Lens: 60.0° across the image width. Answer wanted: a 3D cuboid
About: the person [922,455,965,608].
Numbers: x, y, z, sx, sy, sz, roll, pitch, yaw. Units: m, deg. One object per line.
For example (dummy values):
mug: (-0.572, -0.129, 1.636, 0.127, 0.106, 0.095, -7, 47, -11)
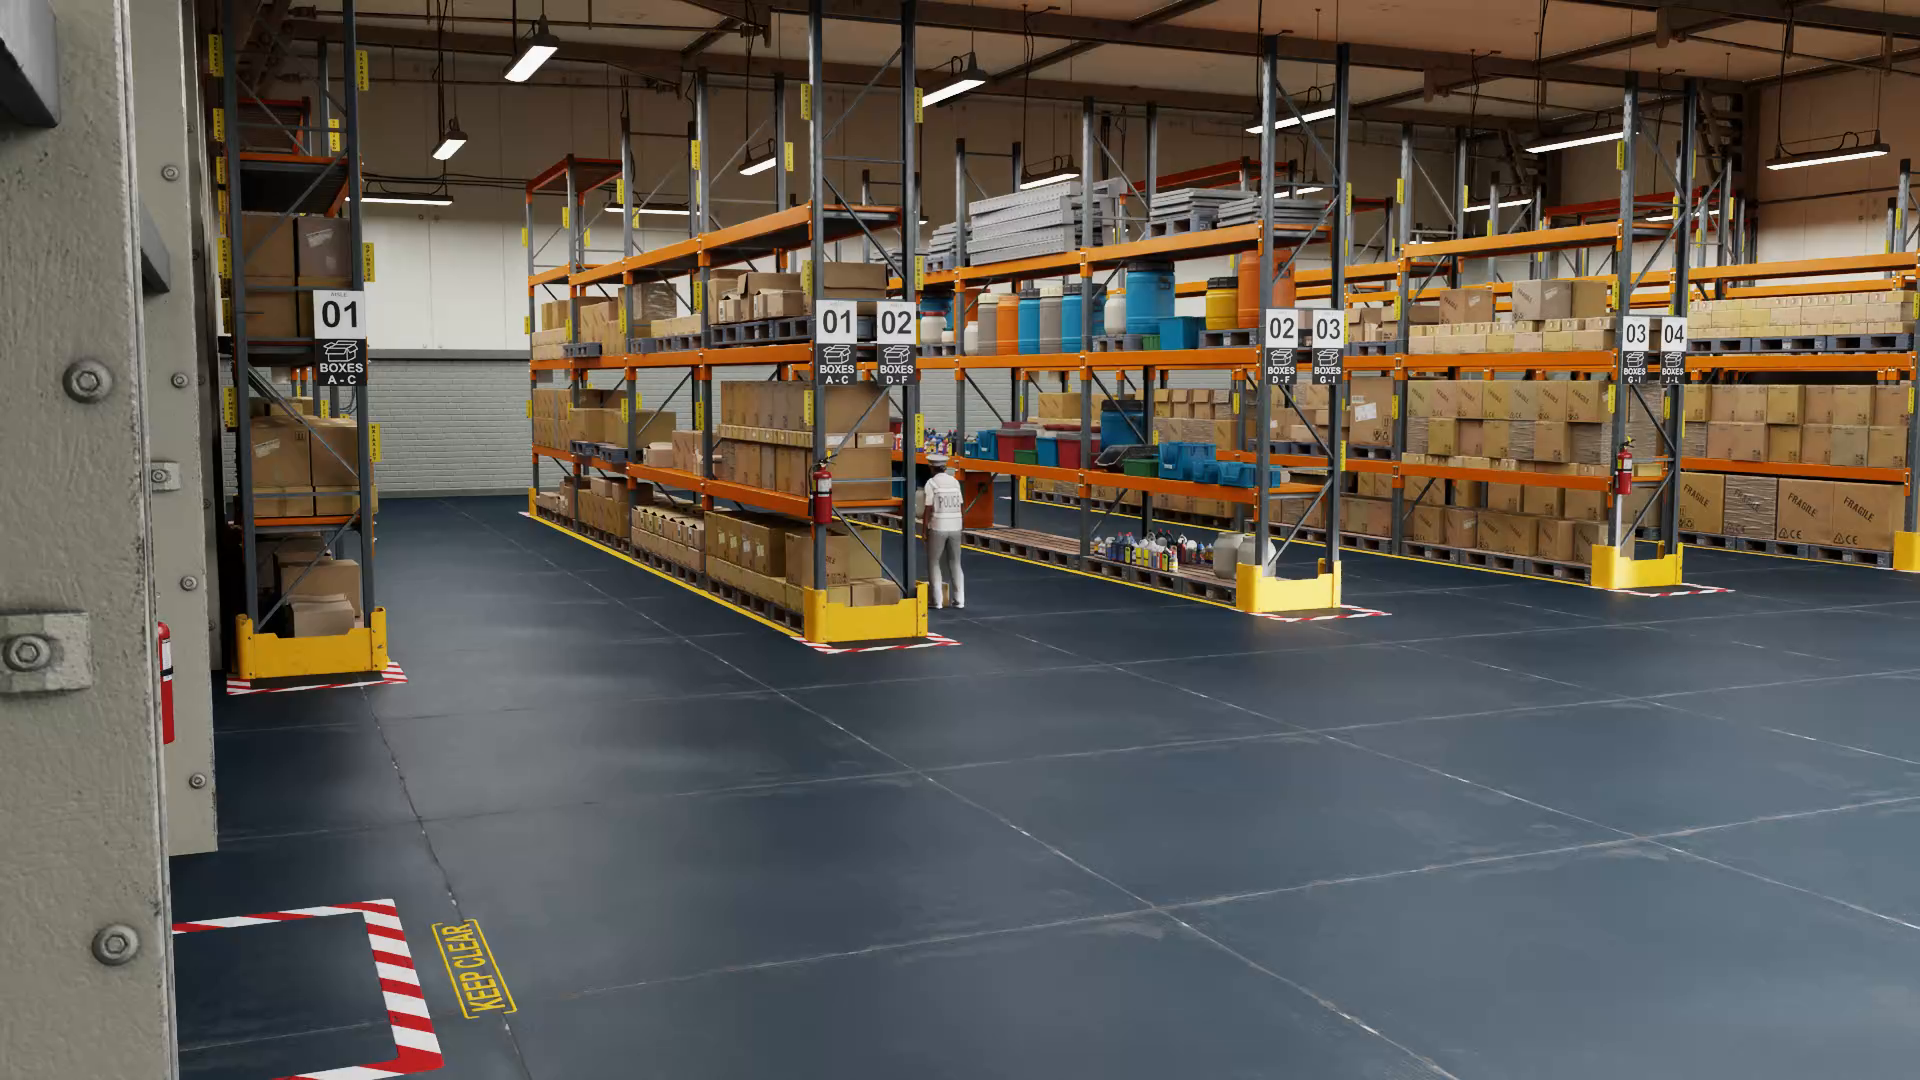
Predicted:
person: (-0.176, -0.087, 17.925, 0.510, 1.657, 0.425, -3, 6, -27)
